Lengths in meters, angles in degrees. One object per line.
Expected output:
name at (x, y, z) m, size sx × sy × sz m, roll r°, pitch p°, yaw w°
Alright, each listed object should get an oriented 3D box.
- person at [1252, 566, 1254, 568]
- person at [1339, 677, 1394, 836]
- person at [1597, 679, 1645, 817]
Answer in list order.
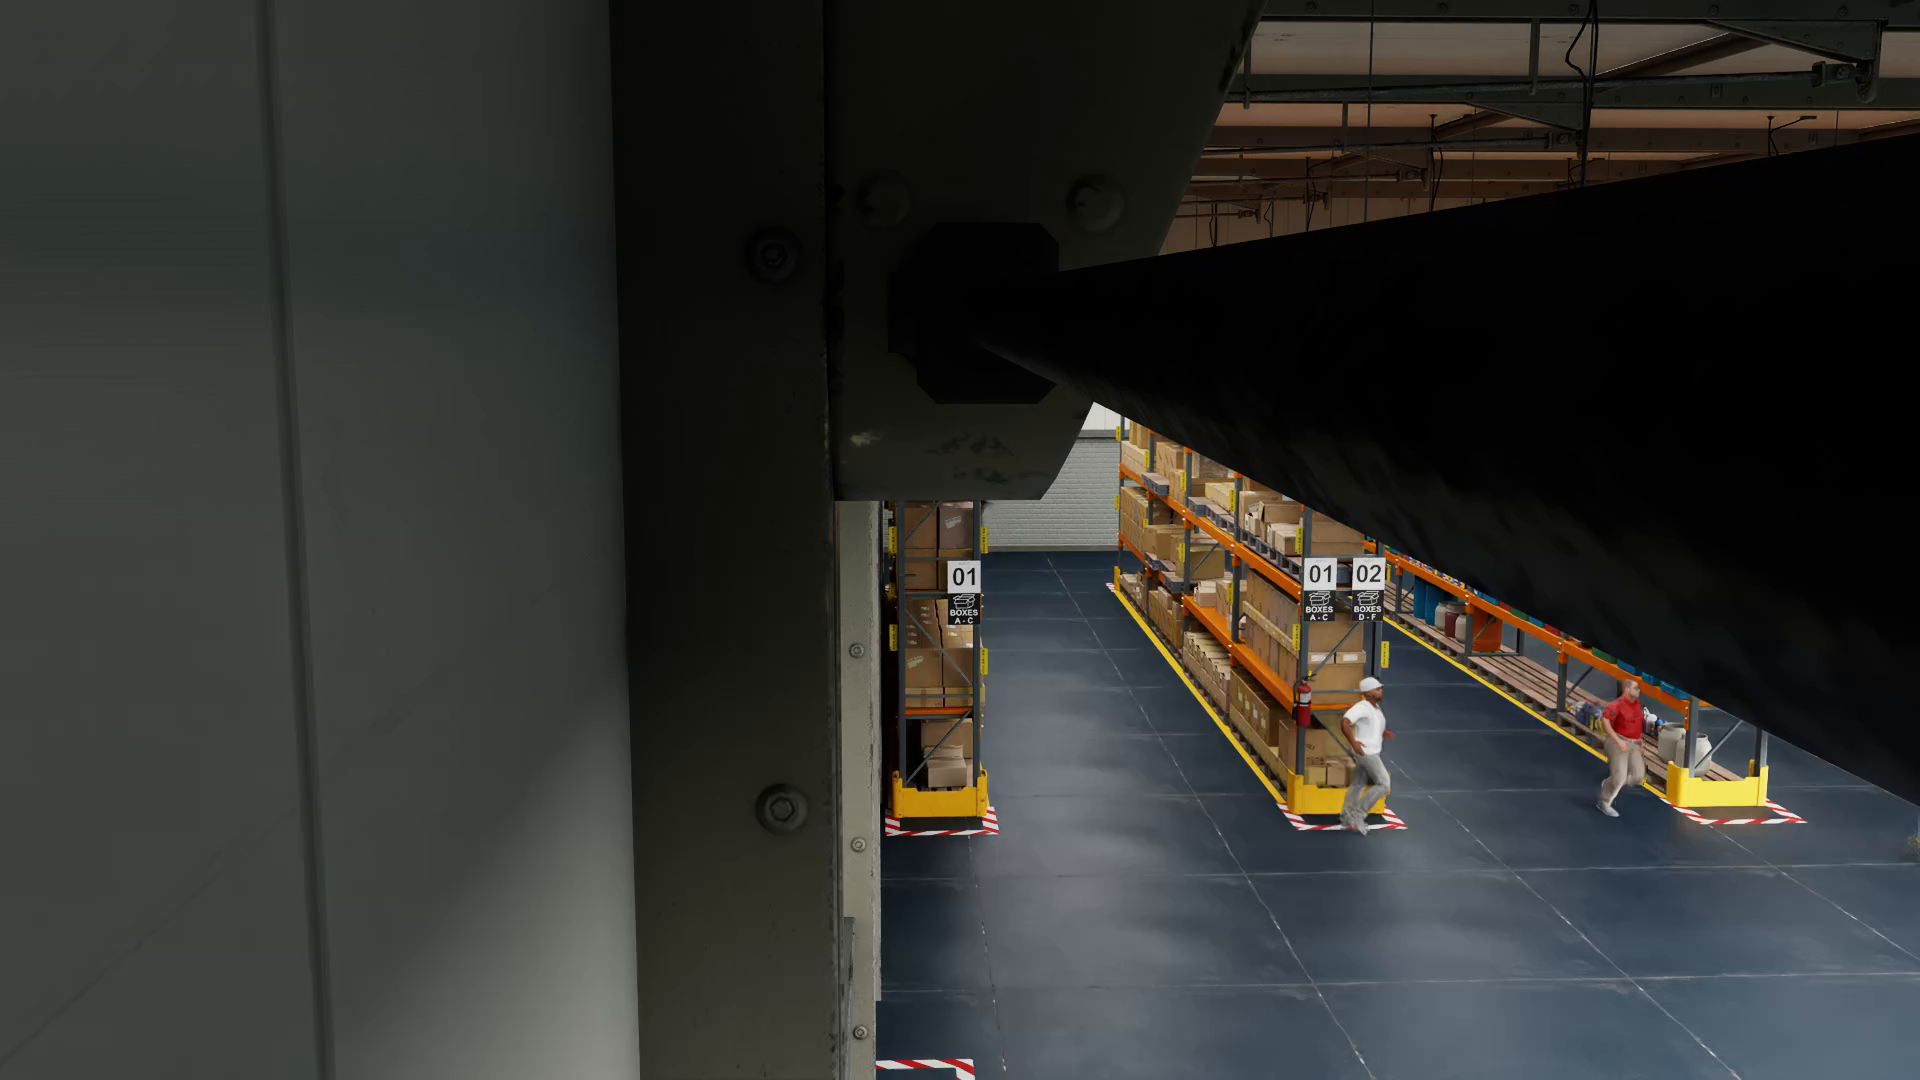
person at (6.126, 0.623, 33.691) m, size 0.675 × 1.764 × 0.729 m, roll -1°, pitch 8°, yaw -6°
person at (4.692, 2.466, 19.127) m, size 0.570 × 1.774 × 0.699 m, roll 3°, pitch 9°, yaw 20°
person at (8.254, 2.563, 20.651) m, size 0.716 × 1.679 × 0.544 m, roll -5°, pitch 10°, yaw -31°
